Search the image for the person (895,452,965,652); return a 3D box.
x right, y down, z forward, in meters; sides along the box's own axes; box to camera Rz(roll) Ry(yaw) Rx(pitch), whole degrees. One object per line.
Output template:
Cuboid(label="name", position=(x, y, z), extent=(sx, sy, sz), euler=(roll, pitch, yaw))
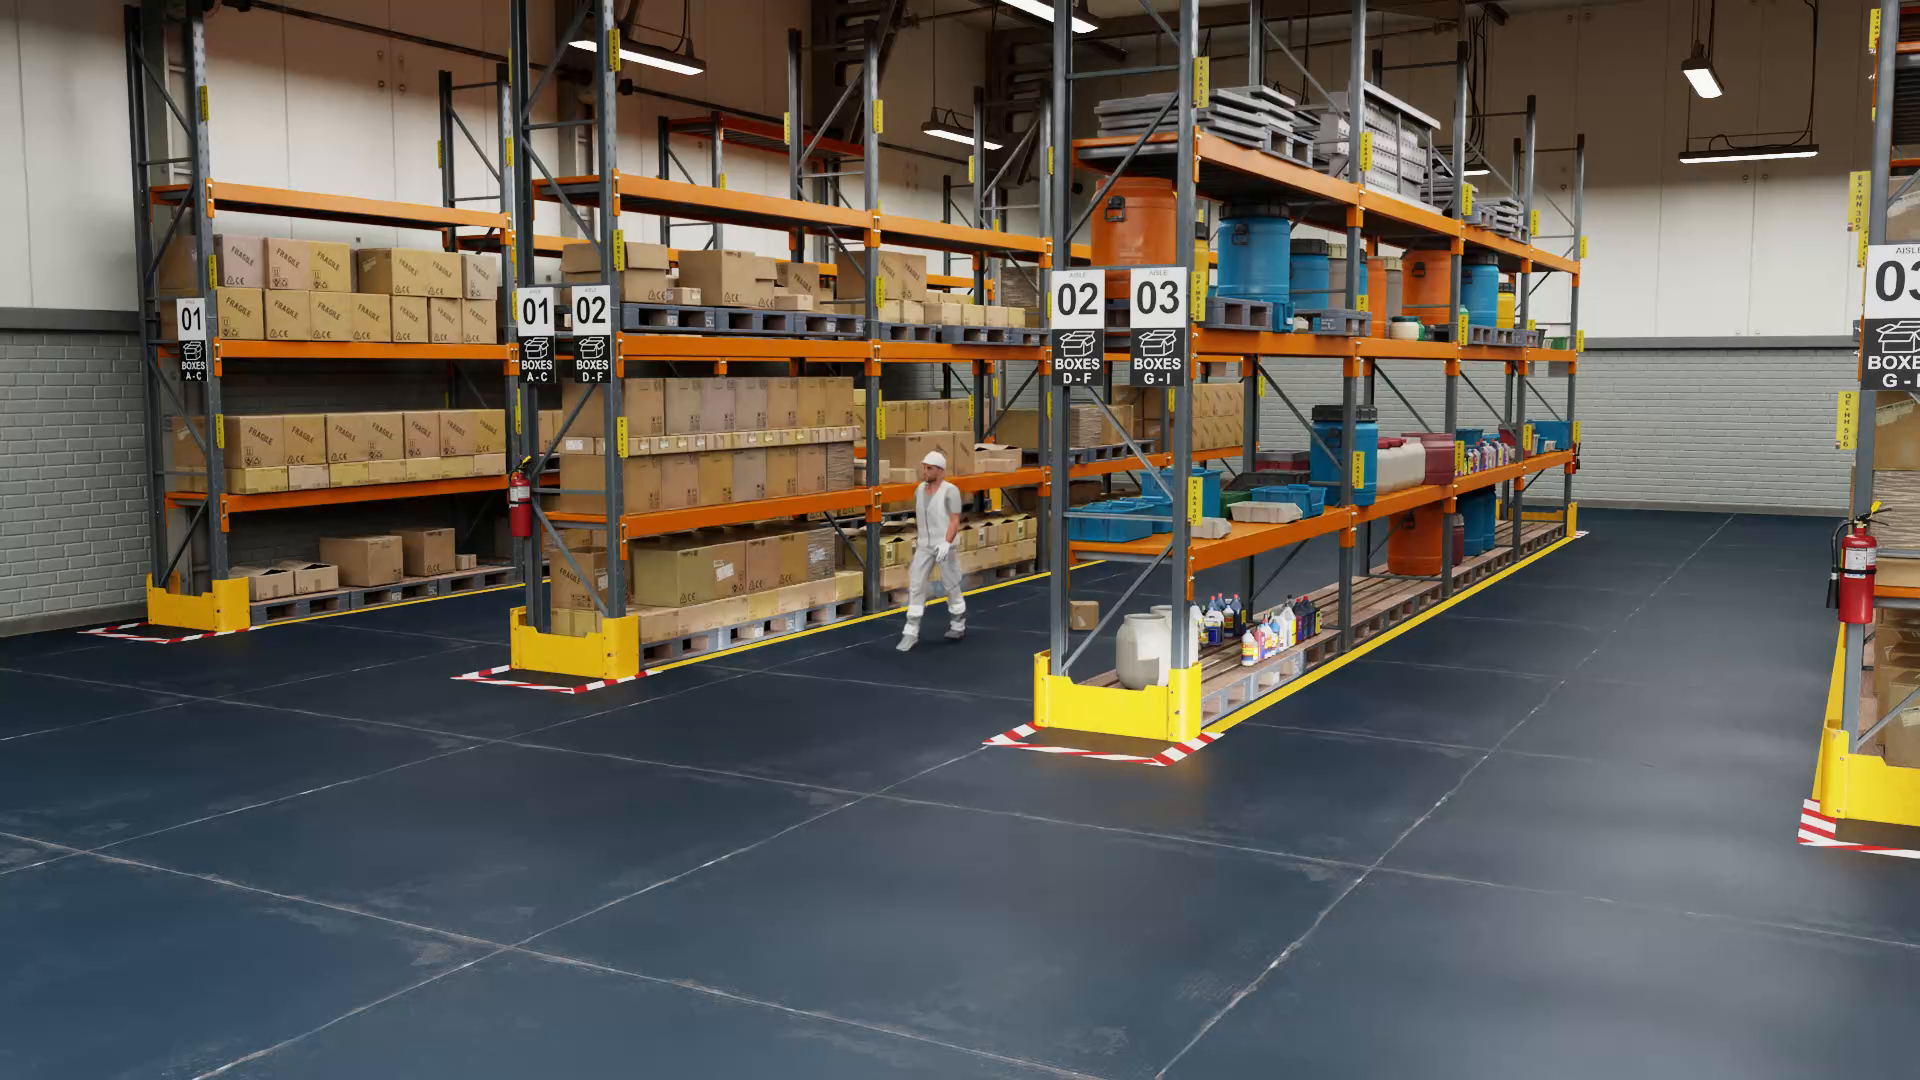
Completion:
Cuboid(label="person", position=(-0.251, 0.089, 15.159), extent=(0.566, 1.785, 0.904), euler=(4, 7, 32))
